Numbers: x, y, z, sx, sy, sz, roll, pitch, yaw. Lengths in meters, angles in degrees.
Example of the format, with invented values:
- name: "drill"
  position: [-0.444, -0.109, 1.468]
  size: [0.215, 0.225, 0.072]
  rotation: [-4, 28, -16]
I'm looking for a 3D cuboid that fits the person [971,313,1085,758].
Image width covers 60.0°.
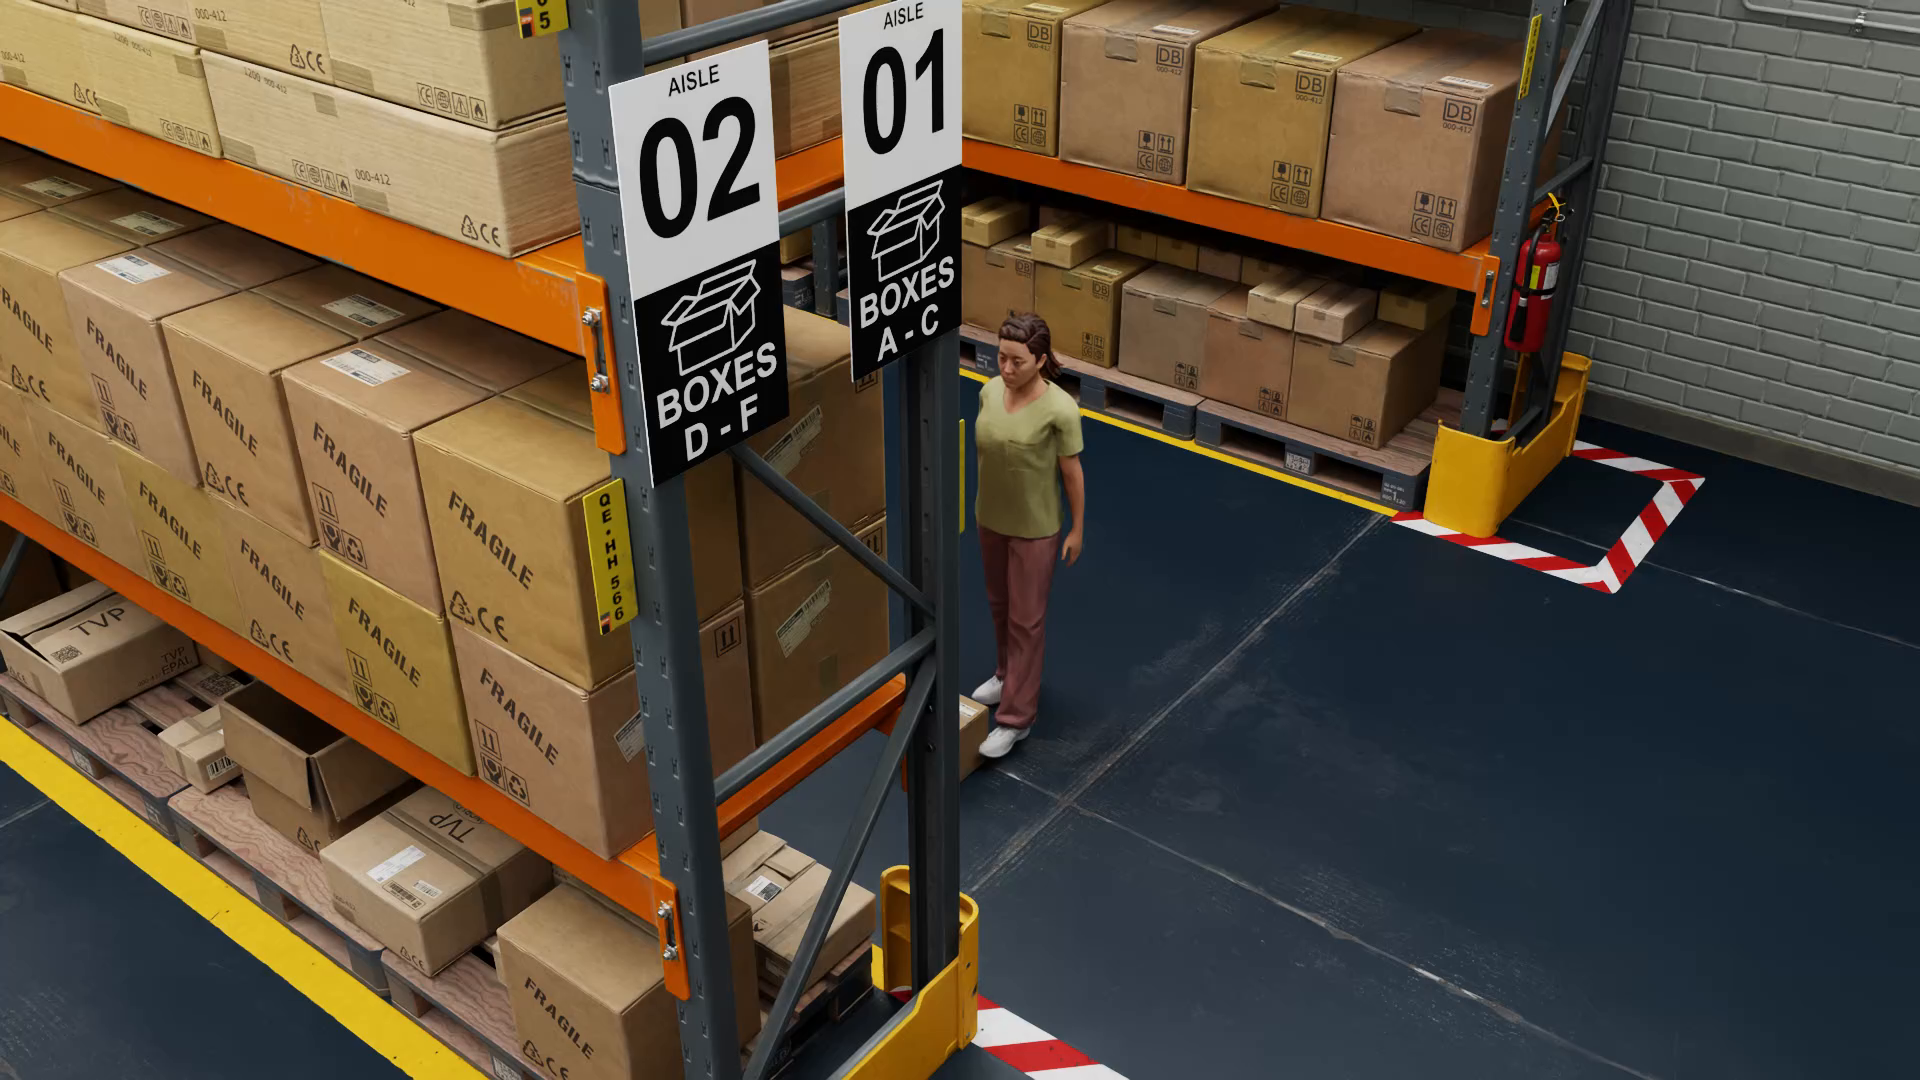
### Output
- name: "person"
  position: [0.157, -0.012, 6.142]
  size: [0.476, 1.670, 0.594]
  rotation: [21, 37, 31]
